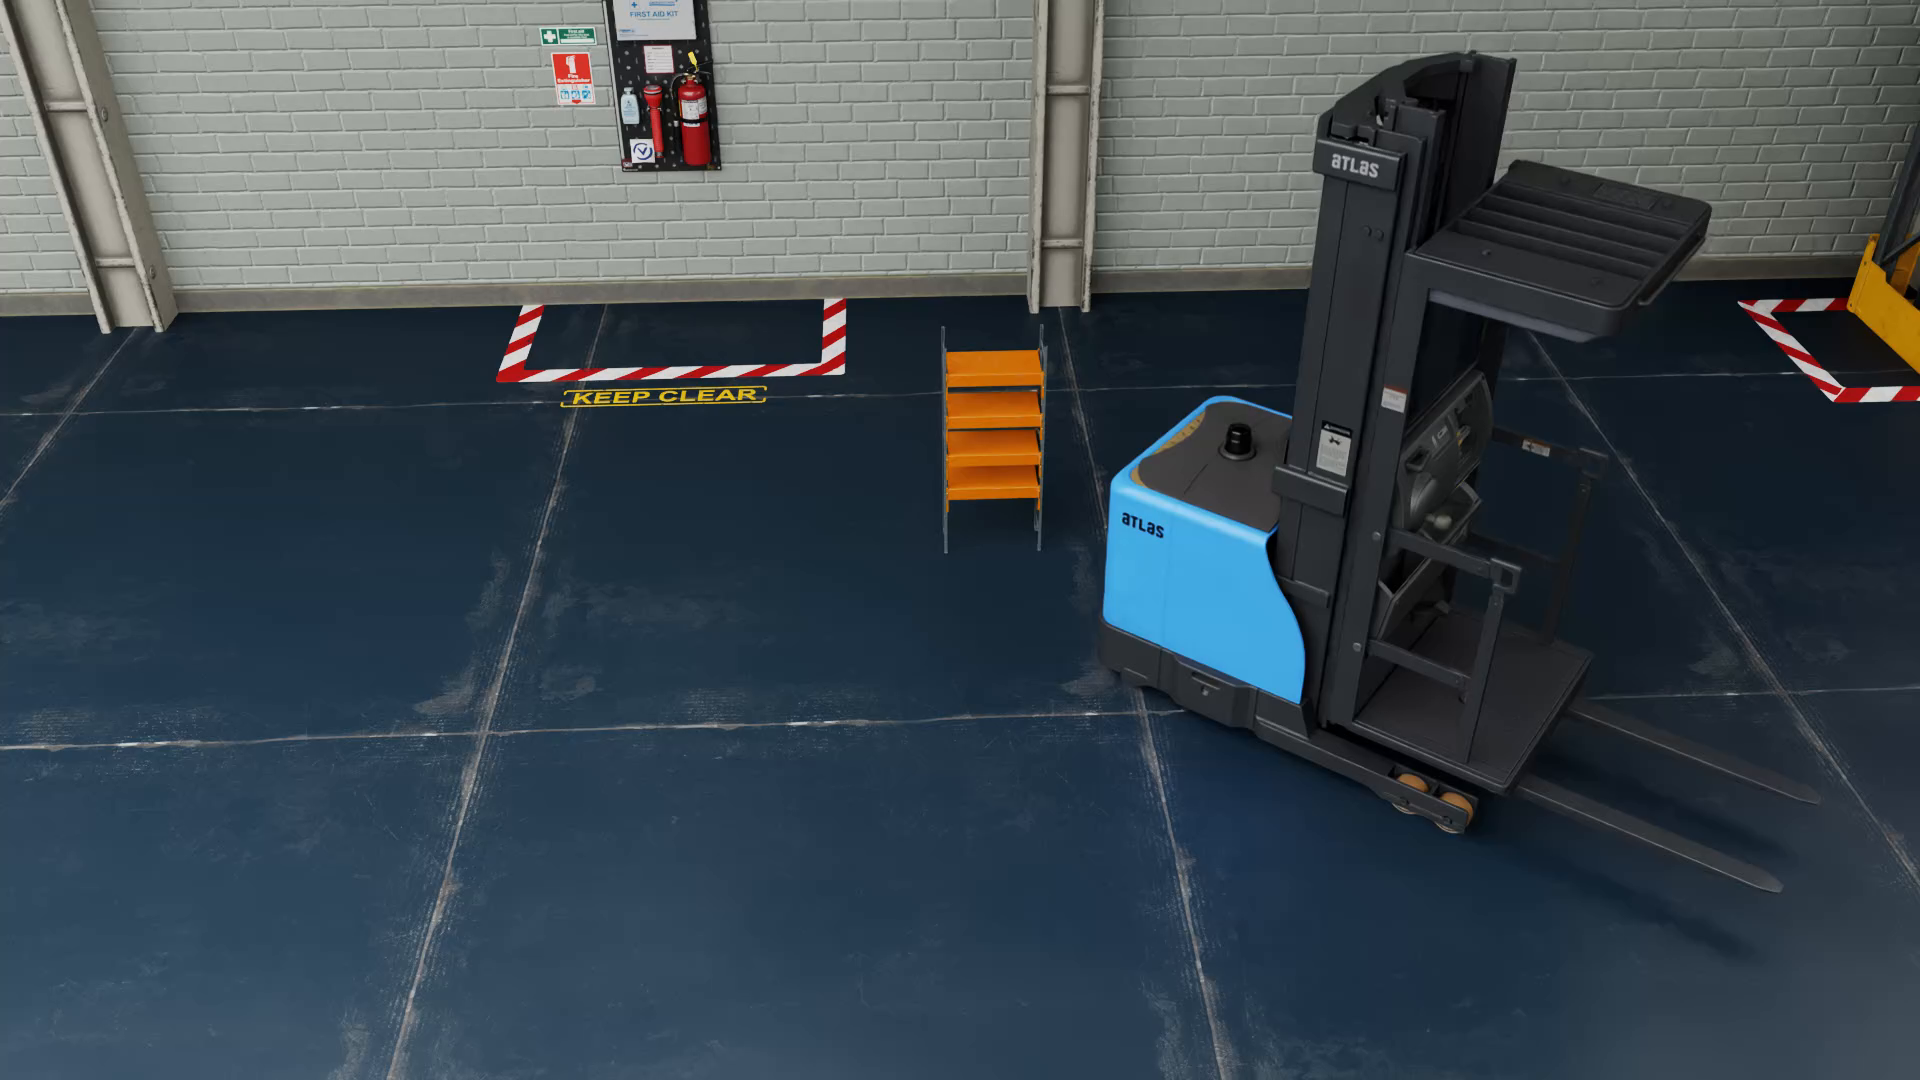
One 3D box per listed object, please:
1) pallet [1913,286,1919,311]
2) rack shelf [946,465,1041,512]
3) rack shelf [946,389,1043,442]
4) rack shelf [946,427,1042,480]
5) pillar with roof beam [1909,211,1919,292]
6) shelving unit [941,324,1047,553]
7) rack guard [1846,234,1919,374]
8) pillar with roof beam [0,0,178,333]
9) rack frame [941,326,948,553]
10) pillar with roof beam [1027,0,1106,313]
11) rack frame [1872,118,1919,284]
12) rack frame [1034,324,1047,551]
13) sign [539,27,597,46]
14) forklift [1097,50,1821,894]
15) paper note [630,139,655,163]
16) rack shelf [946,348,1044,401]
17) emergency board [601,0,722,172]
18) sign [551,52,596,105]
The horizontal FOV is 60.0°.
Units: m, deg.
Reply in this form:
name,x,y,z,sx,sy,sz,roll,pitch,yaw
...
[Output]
name,x,y,z,sx,sy,sz,roll,pitch,yaw
pallet,6.877,-1.328,10.520,1.213,0.211,1.003,-2,35,-2
rack shelf,0.165,-0.279,8.603,0.480,0.148,0.258,-2,35,-2
rack shelf,0.165,-0.626,8.362,0.480,0.148,0.258,-2,35,-2
rack shelf,0.165,-0.443,8.490,0.480,0.148,0.258,-2,35,-2
pillar with roof beam,6.850,-3.001,5.215,0.400,9.000,9.100,-2,35,-2
shelving unit,0.165,-0.498,8.451,0.503,1.200,0.258,-2,35,-2
rack guard,6.064,-1.445,10.435,0.348,0.500,1.175,-2,35,-2
pillar with roof beam,-5.136,-2.678,4.748,0.400,9.000,9.100,-2,35,-2
rack frame,-0.078,-0.491,8.442,0.015,1.200,0.240,-2,35,-2
pillar with roof beam,0.857,-2.840,4.982,0.400,9.000,9.100,-2,35,-2
rack frame,5.988,-2.471,9.721,0.127,3.000,1.000,-2,35,-2
rack frame,0.409,-0.504,8.461,0.015,1.200,0.240,-2,35,-2
sign,-2.369,-3.046,10.055,0.331,0.109,0.001,-2,35,-2
forklift,2.138,-0.317,6.669,3.031,2.935,1.130,23,41,29
paper note,-1.997,-2.447,10.461,0.142,0.148,0.016,-2,35,-2
rack shelf,0.165,-0.821,8.228,0.480,0.148,0.258,-2,35,-2
emergency board,-1.817,-2.775,10.160,0.643,1.169,0.194,-2,35,-2
sign,-2.374,-2.833,10.213,0.234,0.329,0.001,-2,35,-2
